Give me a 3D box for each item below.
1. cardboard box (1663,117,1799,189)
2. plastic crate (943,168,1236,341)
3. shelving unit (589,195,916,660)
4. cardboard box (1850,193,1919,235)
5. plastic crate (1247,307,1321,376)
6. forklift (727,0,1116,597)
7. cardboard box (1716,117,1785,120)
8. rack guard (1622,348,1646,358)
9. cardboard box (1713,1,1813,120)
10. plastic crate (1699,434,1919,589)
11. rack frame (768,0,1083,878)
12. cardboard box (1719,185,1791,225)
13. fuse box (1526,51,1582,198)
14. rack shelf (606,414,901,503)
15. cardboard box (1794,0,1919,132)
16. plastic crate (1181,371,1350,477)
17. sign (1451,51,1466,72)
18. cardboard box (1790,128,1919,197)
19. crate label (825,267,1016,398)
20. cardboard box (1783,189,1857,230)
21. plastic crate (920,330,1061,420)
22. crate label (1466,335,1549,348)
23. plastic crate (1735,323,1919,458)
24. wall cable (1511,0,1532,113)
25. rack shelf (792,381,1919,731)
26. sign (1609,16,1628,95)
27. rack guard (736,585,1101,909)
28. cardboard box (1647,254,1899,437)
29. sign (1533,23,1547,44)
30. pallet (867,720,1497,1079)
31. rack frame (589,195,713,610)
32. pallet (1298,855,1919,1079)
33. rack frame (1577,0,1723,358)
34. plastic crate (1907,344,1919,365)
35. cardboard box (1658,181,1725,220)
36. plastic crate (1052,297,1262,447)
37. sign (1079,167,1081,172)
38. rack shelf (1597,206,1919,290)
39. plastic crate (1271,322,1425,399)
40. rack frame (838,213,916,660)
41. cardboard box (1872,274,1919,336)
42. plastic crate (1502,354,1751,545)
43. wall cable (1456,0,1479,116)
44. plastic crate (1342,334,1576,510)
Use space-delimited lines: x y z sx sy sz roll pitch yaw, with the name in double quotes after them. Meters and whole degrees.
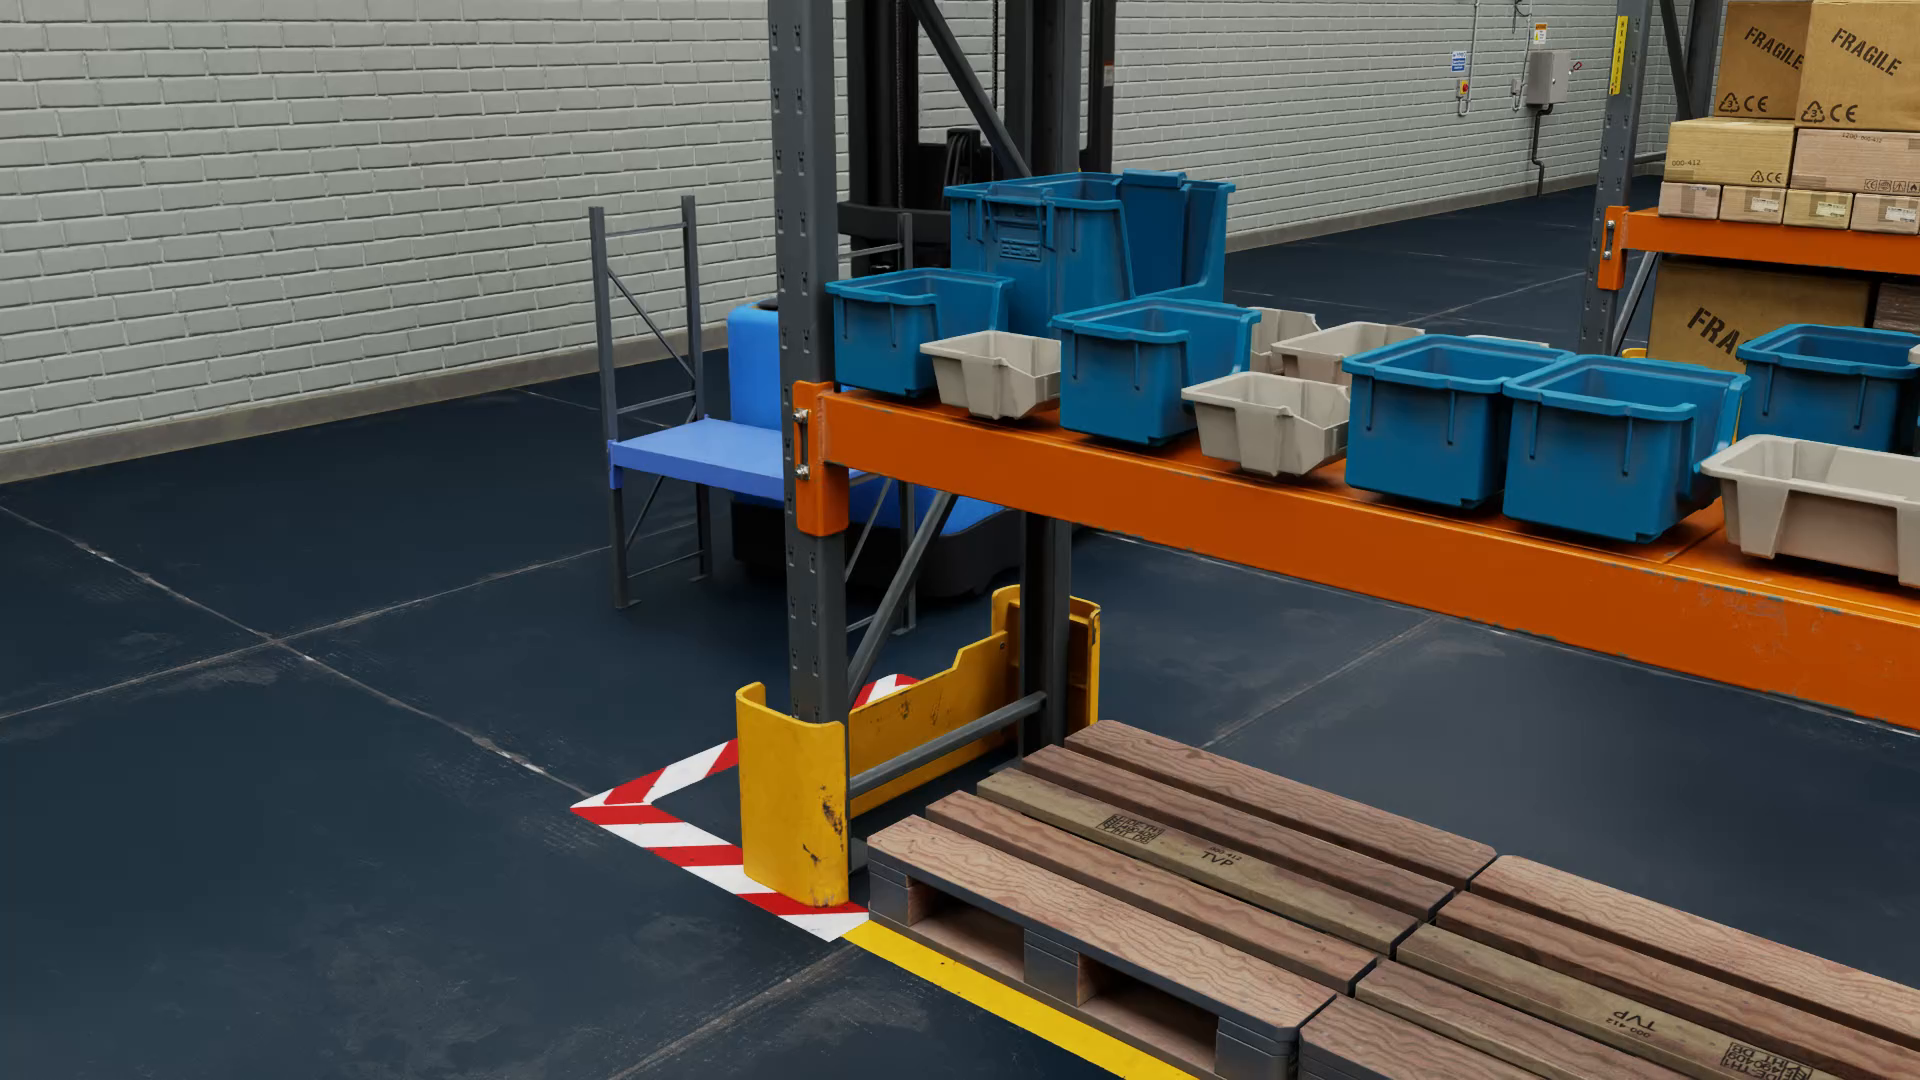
3.413 -1.691 7.238 0.500 0.250 0.500 14 23 38 "cardboard box"
0.320 -0.678 4.132 0.499 0.435 0.616 15 23 39 "plastic crate"
-0.733 -0.424 5.967 1.048 1.500 0.538 12 21 34 "shelving unit"
3.861 -1.358 6.847 0.250 0.149 0.380 15 23 38 "cardboard box"
0.676 -0.438 3.869 0.243 0.136 0.396 15 23 39 "plastic crate"
0.246 -1.579 7.242 1.130 2.935 3.031 10 20 28 "forklift"
3.772 -1.811 7.616 0.500 0.250 0.500 15 23 38 "cardboard box"
3.216 -0.592 8.149 0.348 0.500 1.175 15 23 39 "rack guard"
3.773 -2.168 7.500 0.500 0.500 0.500 15 23 40 "cardboard box"
1.436 -0.039 2.613 0.466 0.136 0.293 15 23 39 "plastic crate"
-0.054 -0.658 4.225 0.127 3.000 1.000 15 23 39 "rack frame"
3.473 -1.461 7.173 0.250 0.149 0.380 15 23 38 "cardboard box"
7.082 -4.979 19.972 0.414 1.711 0.539 15 23 39 "fuse box"
-0.733 -0.252 6.022 1.000 0.185 0.538 12 21 34 "rack shelf"
3.787 -1.948 6.808 0.500 0.500 0.500 14 23 38 "cardboard box"
0.605 -0.217 3.174 0.298 0.136 0.250 15 23 39 "plastic crate"
5.501 -5.277 18.335 0.001 0.218 0.327 15 23 39 "sign"
3.807 -1.588 6.914 0.500 0.250 0.500 15 23 39 "cardboard box"
-0.088 -0.482 3.851 0.303 0.233 0.416 15 23 39 "crate label"
3.665 -1.410 7.011 0.250 0.149 0.380 14 23 38 "cardboard box"
0.097 -0.353 3.603 0.298 0.136 0.250 15 23 39 "plastic crate"
1.108 -0.326 3.517 0.243 0.136 0.396 15 23 39 "crate label"
1.652 -0.252 3.125 0.300 0.233 0.416 15 23 39 "plastic crate"
6.511 -5.955 19.237 0.122 1.984 0.588 15 23 39 "wall cable"
1.442 0.087 3.069 4.000 0.370 1.077 15 23 39 "rack shelf"
2.861 -2.104 7.221 0.005 0.325 0.100 15 23 39 "sign"
-0.081 0.532 4.609 0.348 0.500 1.175 15 23 39 "rack guard"
3.765 -0.855 7.666 0.875 0.875 0.875 15 23 39 "cardboard box"
6.891 -6.016 19.744 0.001 0.242 0.339 15 23 39 "sign"
0.537 0.846 4.098 1.213 0.211 1.003 15 23 39 "pallet"
-1.147 -0.513 6.249 0.032 1.500 0.500 12 21 34 "rack frame"
1.445 1.091 3.326 1.213 0.211 1.003 15 23 39 "pallet"
3.234 -1.778 7.756 0.127 3.000 1.000 15 23 39 "rack frame"
1.918 -0.175 2.801 0.530 0.282 0.437 15 23 39 "plastic crate"
3.280 -1.513 7.334 0.250 0.149 0.380 15 23 40 "cardboard box"
0.405 -0.350 3.434 0.300 0.233 0.416 15 23 39 "plastic crate"
0.299 -0.863 4.603 0.005 0.325 0.100 15 23 39 "sign"
4.730 -1.034 6.600 4.000 0.370 1.077 15 23 39 "rack shelf"
0.883 -0.376 3.676 0.243 0.136 0.396 15 23 39 "plastic crate"
-0.320 -0.334 5.686 0.032 1.500 0.500 12 21 34 "rack frame"
4.446 -0.673 7.090 0.875 0.875 0.875 15 23 39 "cardboard box"
1.121 -0.158 2.828 0.300 0.233 0.416 15 23 39 "plastic crate"
5.579 -5.646 18.213 0.123 1.953 0.585 15 23 39 "wall cable"
0.897 -0.218 3.018 0.300 0.233 0.416 15 23 39 "plastic crate"
